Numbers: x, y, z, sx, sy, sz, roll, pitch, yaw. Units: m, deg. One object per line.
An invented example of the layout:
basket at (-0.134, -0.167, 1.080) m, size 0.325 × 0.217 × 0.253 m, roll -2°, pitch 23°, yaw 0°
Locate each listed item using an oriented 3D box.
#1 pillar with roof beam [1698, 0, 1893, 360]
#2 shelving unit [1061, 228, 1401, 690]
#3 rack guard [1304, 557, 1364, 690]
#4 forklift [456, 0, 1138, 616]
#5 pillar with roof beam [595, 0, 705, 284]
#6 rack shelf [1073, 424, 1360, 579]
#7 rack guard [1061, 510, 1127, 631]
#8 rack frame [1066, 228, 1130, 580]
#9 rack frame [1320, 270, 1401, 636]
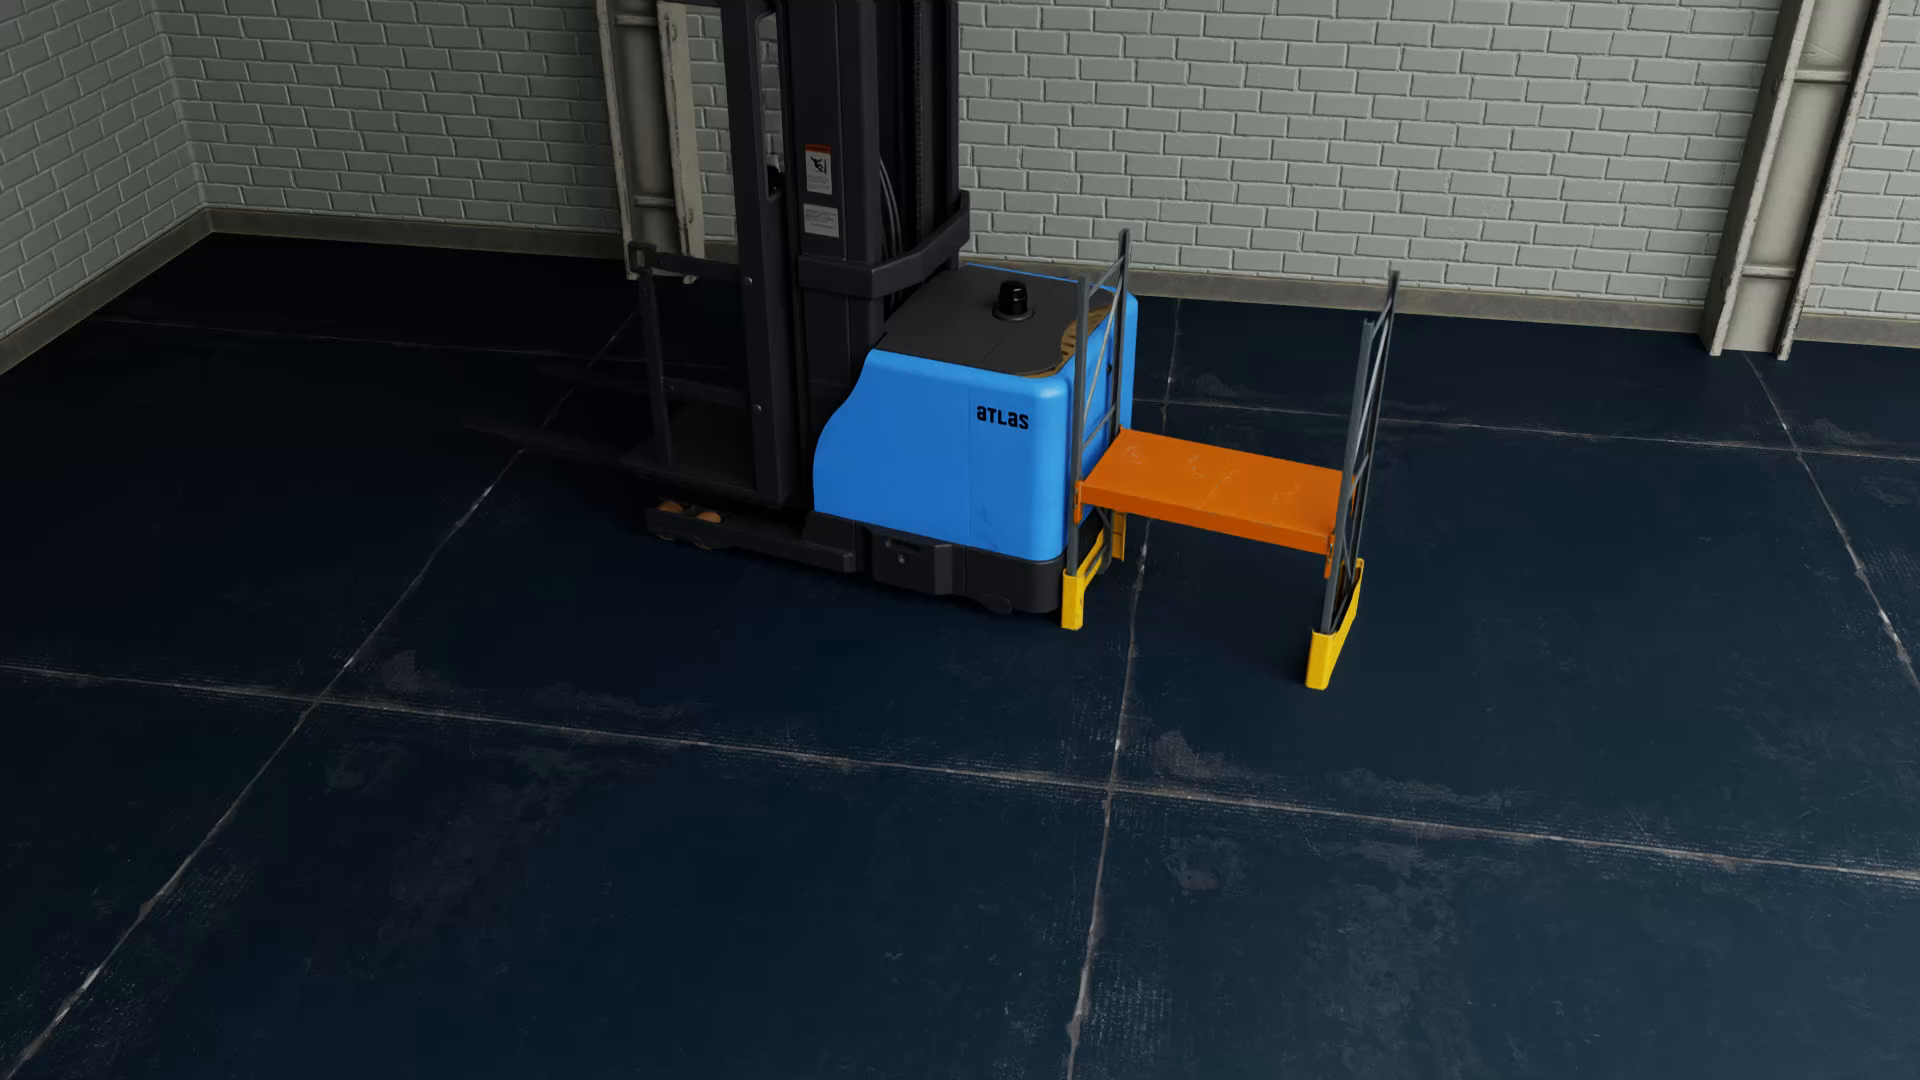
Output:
pillar with roof beam at (3.469, -2.607, 2.934) m, size 0.400 × 9.000 × 9.100 m, roll 5°, pitch 32°, yaw 8°
shelving unit at (1.009, -0.316, 6.341) m, size 1.083 × 1.500 × 0.587 m, roll 13°, pitch 34°, yaw 20°
rack guard at (1.467, 0.318, 6.506) m, size 0.087 × 0.250 × 0.587 m, roll 13°, pitch 34°, yaw 20°
forklift at (-0.814, -1.443, 6.793) m, size 3.031 × 2.935 × 1.130 m, roll 13°, pitch 34°, yaw 20°
pillar with roof beam at (-2.445, -3.143, 3.790) m, size 0.400 × 9.000 × 9.100 m, roll 5°, pitch 32°, yaw 8°
rack shelf at (1.001, -0.166, 6.440) m, size 1.000 × 0.185 × 0.538 m, roll 13°, pitch 34°, yaw 20°
rack guard at (0.552, 0.109, 6.840) m, size 0.087 × 0.250 × 0.587 m, roll 13°, pitch 34°, yaw 20°
rack frame at (0.534, -0.425, 6.515) m, size 0.032 × 1.500 × 0.500 m, roll 13°, pitch 34°, yaw 20°
rack frame at (1.468, -0.211, 6.174) m, size 0.032 × 1.500 × 0.500 m, roll 13°, pitch 34°, yaw 20°
